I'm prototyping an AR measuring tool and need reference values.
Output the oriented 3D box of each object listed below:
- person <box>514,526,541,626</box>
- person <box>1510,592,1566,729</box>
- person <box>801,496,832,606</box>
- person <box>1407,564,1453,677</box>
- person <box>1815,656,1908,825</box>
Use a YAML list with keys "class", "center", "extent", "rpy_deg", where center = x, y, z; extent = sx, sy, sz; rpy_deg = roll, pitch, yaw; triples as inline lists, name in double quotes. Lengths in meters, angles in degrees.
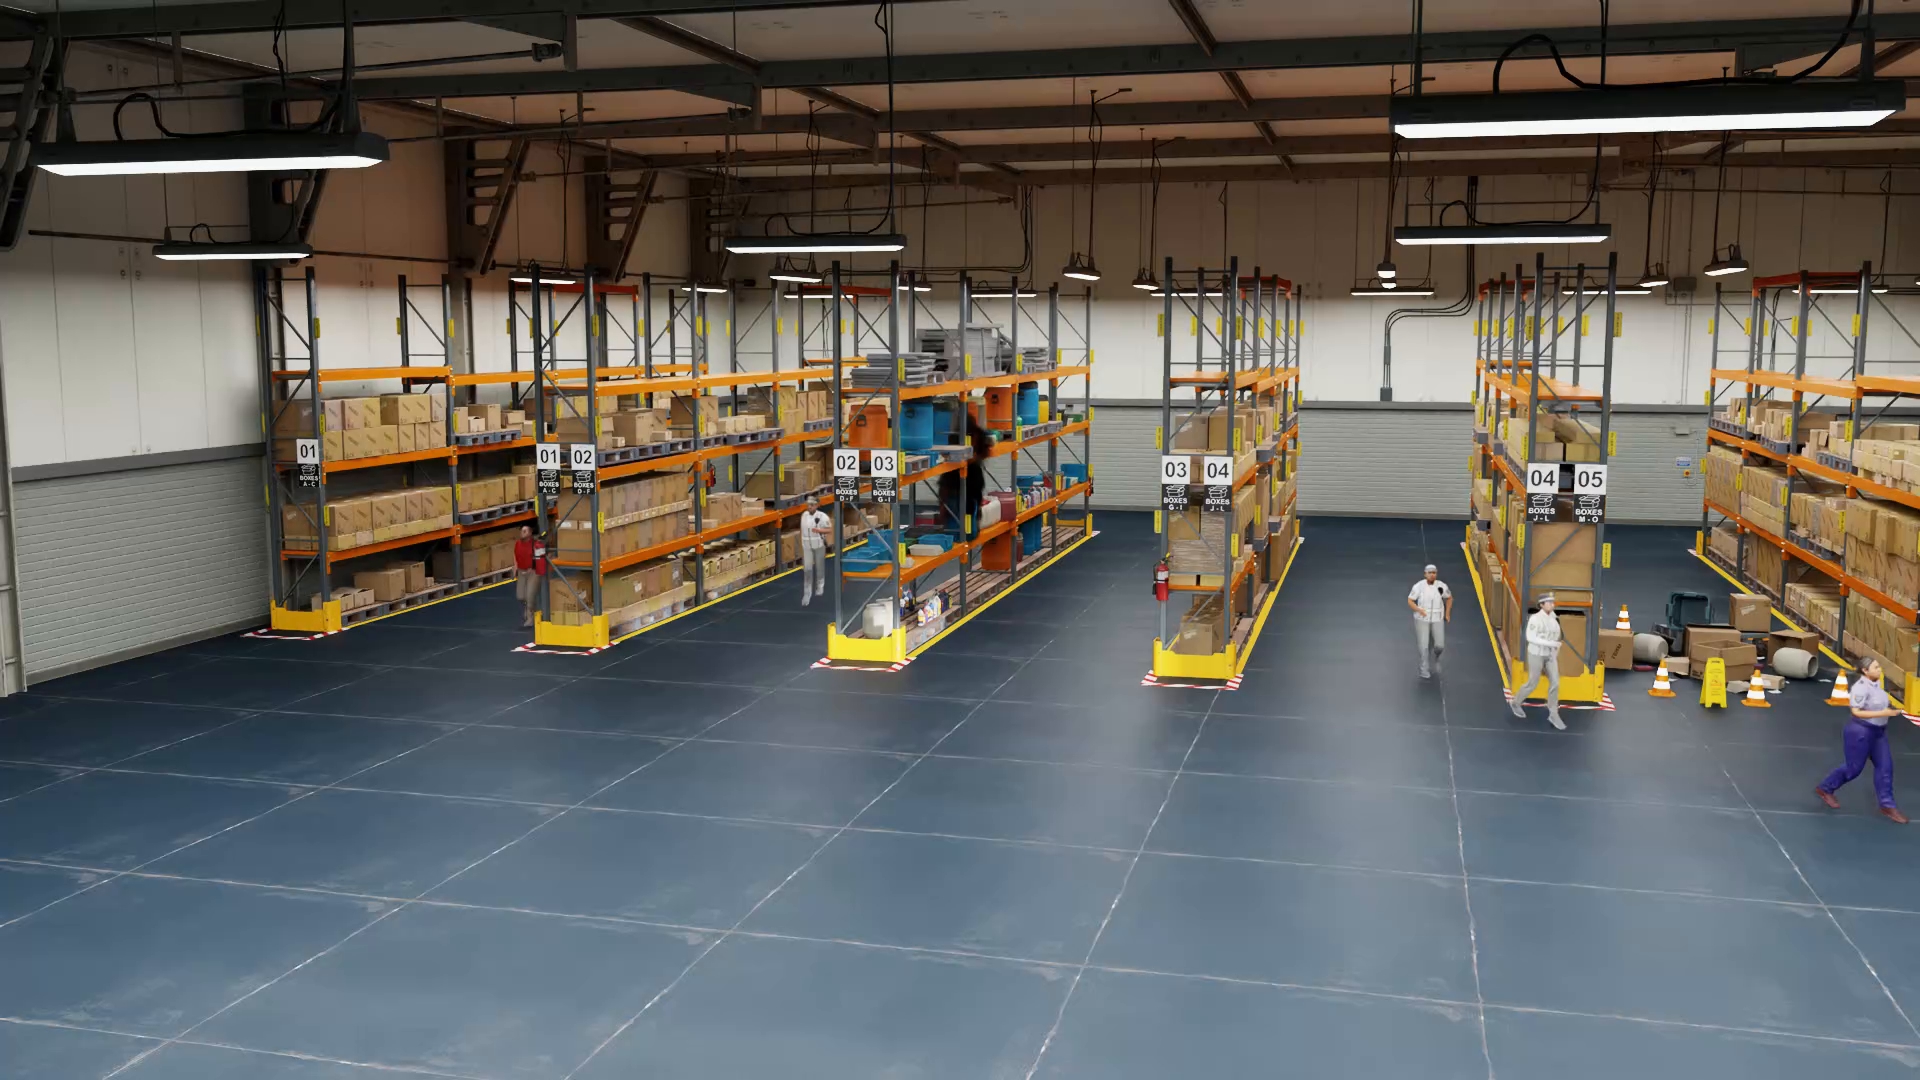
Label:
- class: "person"
  center: [-7.302, 0.597, 28.247]
  extent: [0.653, 1.700, 0.647]
  rpy_deg: [2, 7, 13]
- class: "person"
  center: [7.378, 1.496, 21.119]
  extent: [0.629, 1.742, 0.796]
  rpy_deg: [-4, 8, -28]
- class: "person"
  center: [-2.533, 0.175, 29.125]
  extent: [0.626, 1.898, 0.768]
  rpy_deg: [1, 7, 10]
- class: "person"
  center: [6.772, 1.166, 23.955]
  extent: [0.657, 1.634, 0.531]
  rpy_deg: [1, 7, 9]
- class: "person"
  center: [9.272, 2.020, 17.039]
  extent: [0.598, 1.663, 0.876]
  rpy_deg: [-5, 9, -35]
